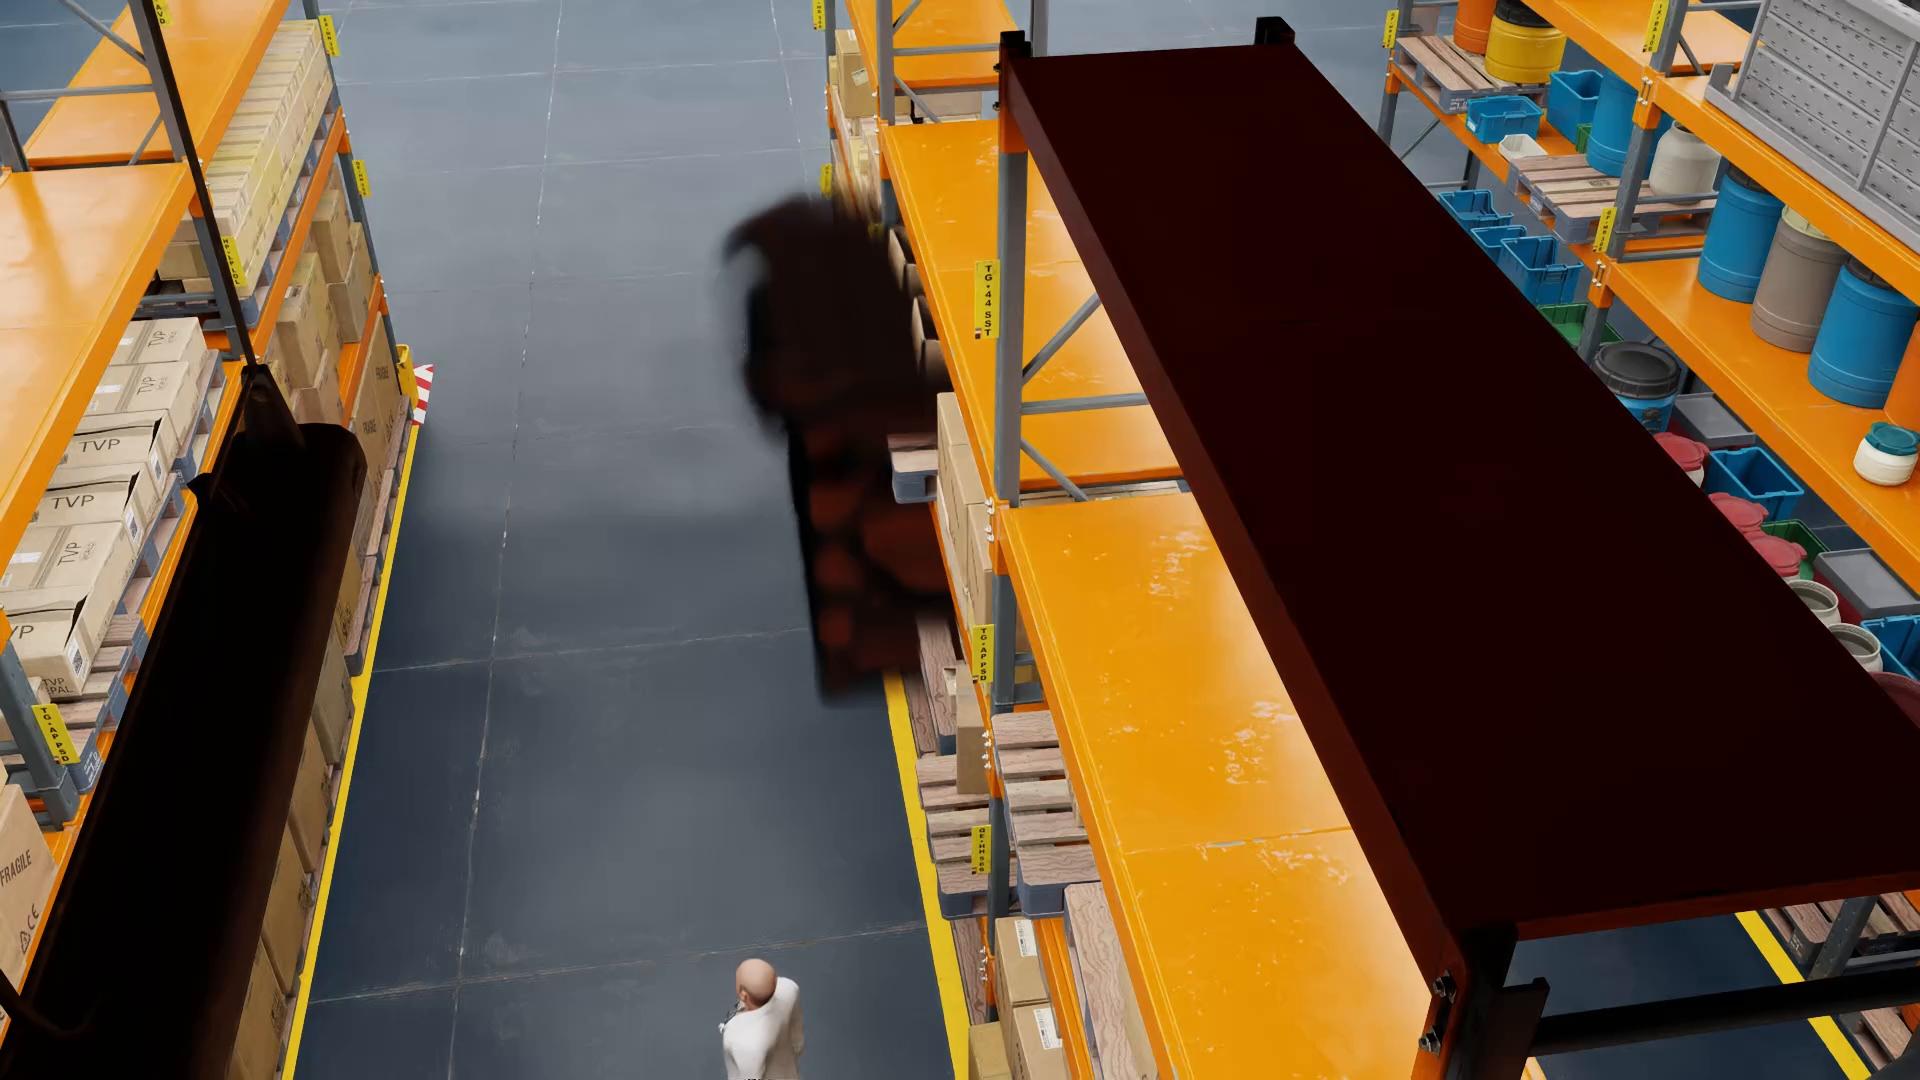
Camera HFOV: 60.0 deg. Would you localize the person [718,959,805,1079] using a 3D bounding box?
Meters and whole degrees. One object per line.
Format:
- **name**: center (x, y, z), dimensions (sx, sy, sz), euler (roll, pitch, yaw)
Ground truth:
- **person**: center (-1.038, 2.709, 8.272), dimensions (0.640, 1.791, 0.623), euler (10, 38, 14)
